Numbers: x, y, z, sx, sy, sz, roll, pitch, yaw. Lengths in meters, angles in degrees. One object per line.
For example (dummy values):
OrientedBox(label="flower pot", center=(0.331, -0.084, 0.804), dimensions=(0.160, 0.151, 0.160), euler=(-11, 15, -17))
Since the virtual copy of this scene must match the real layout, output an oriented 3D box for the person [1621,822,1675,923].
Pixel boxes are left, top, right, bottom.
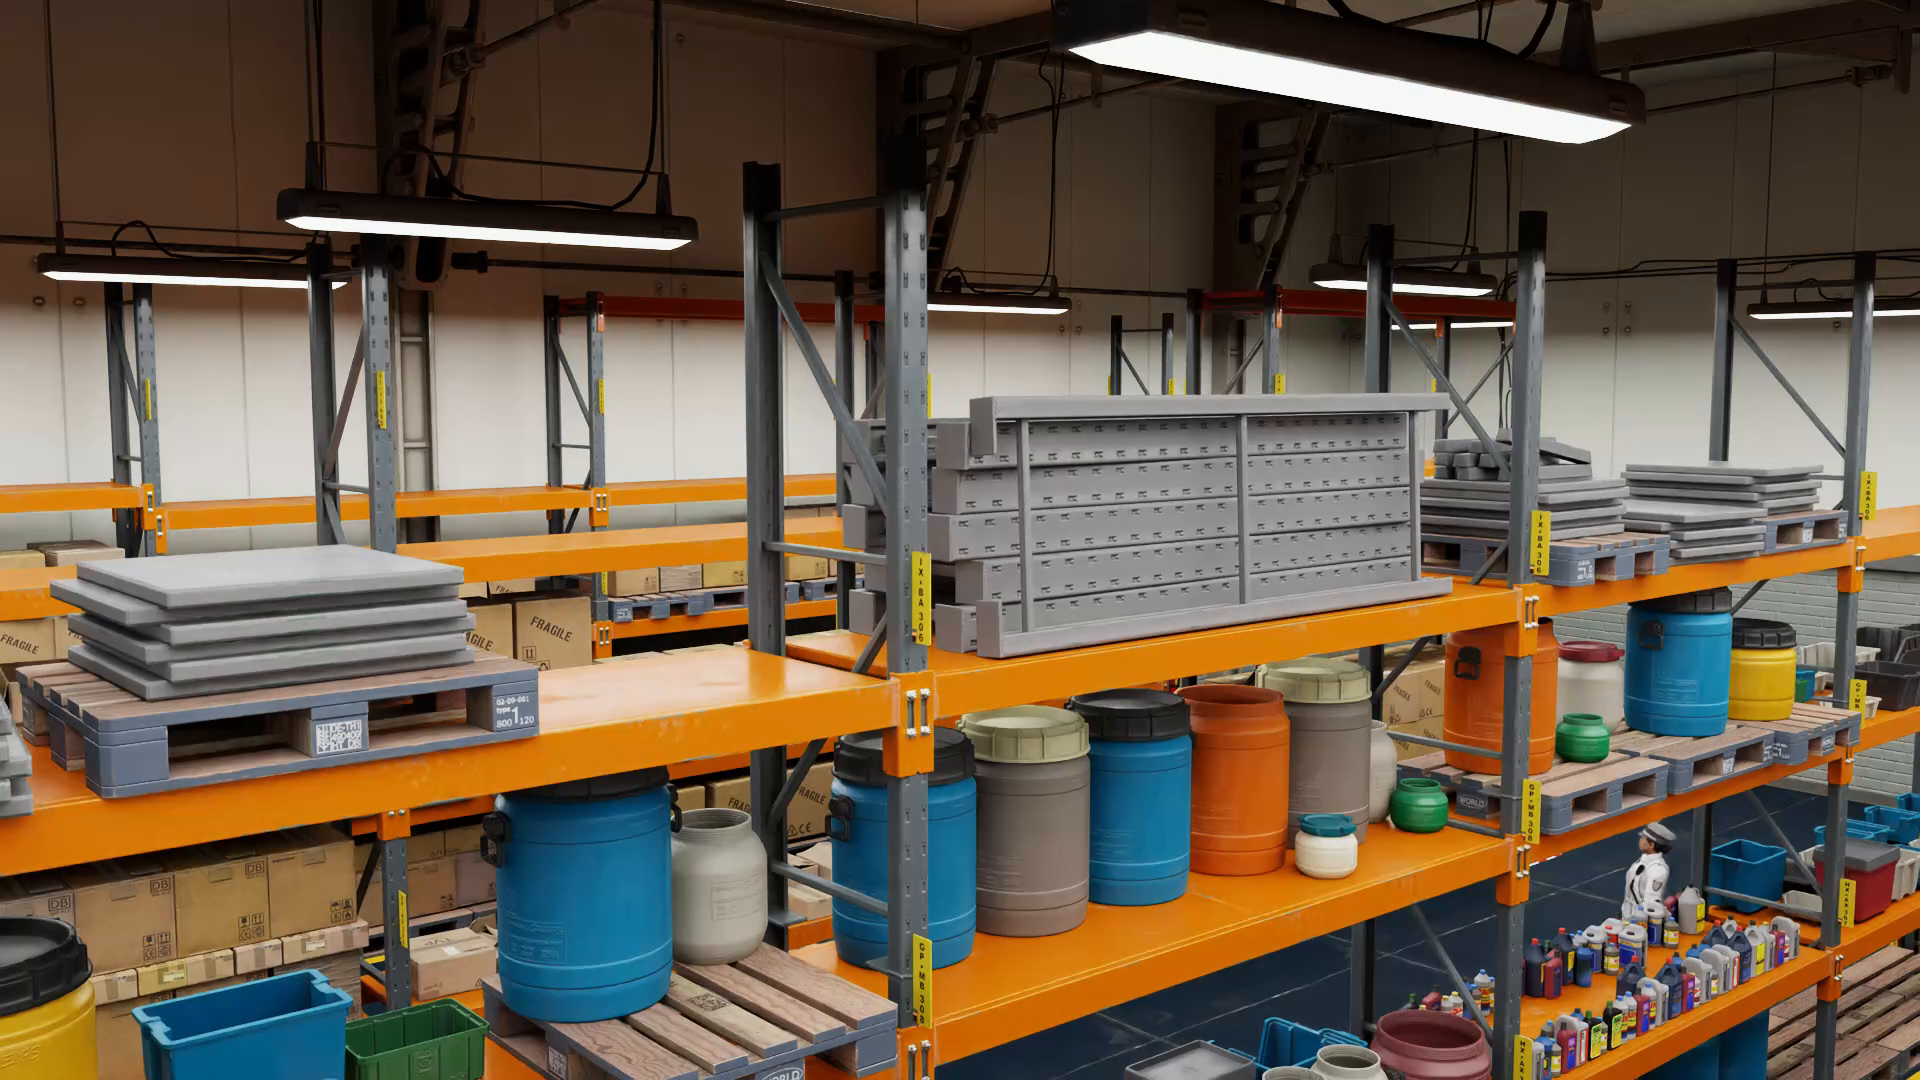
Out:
OrientedBox(label="person", center=(5.541, 3.062, 13.366), dimensions=(0.975, 1.635, 0.426), euler=(-2, 6, -22))
